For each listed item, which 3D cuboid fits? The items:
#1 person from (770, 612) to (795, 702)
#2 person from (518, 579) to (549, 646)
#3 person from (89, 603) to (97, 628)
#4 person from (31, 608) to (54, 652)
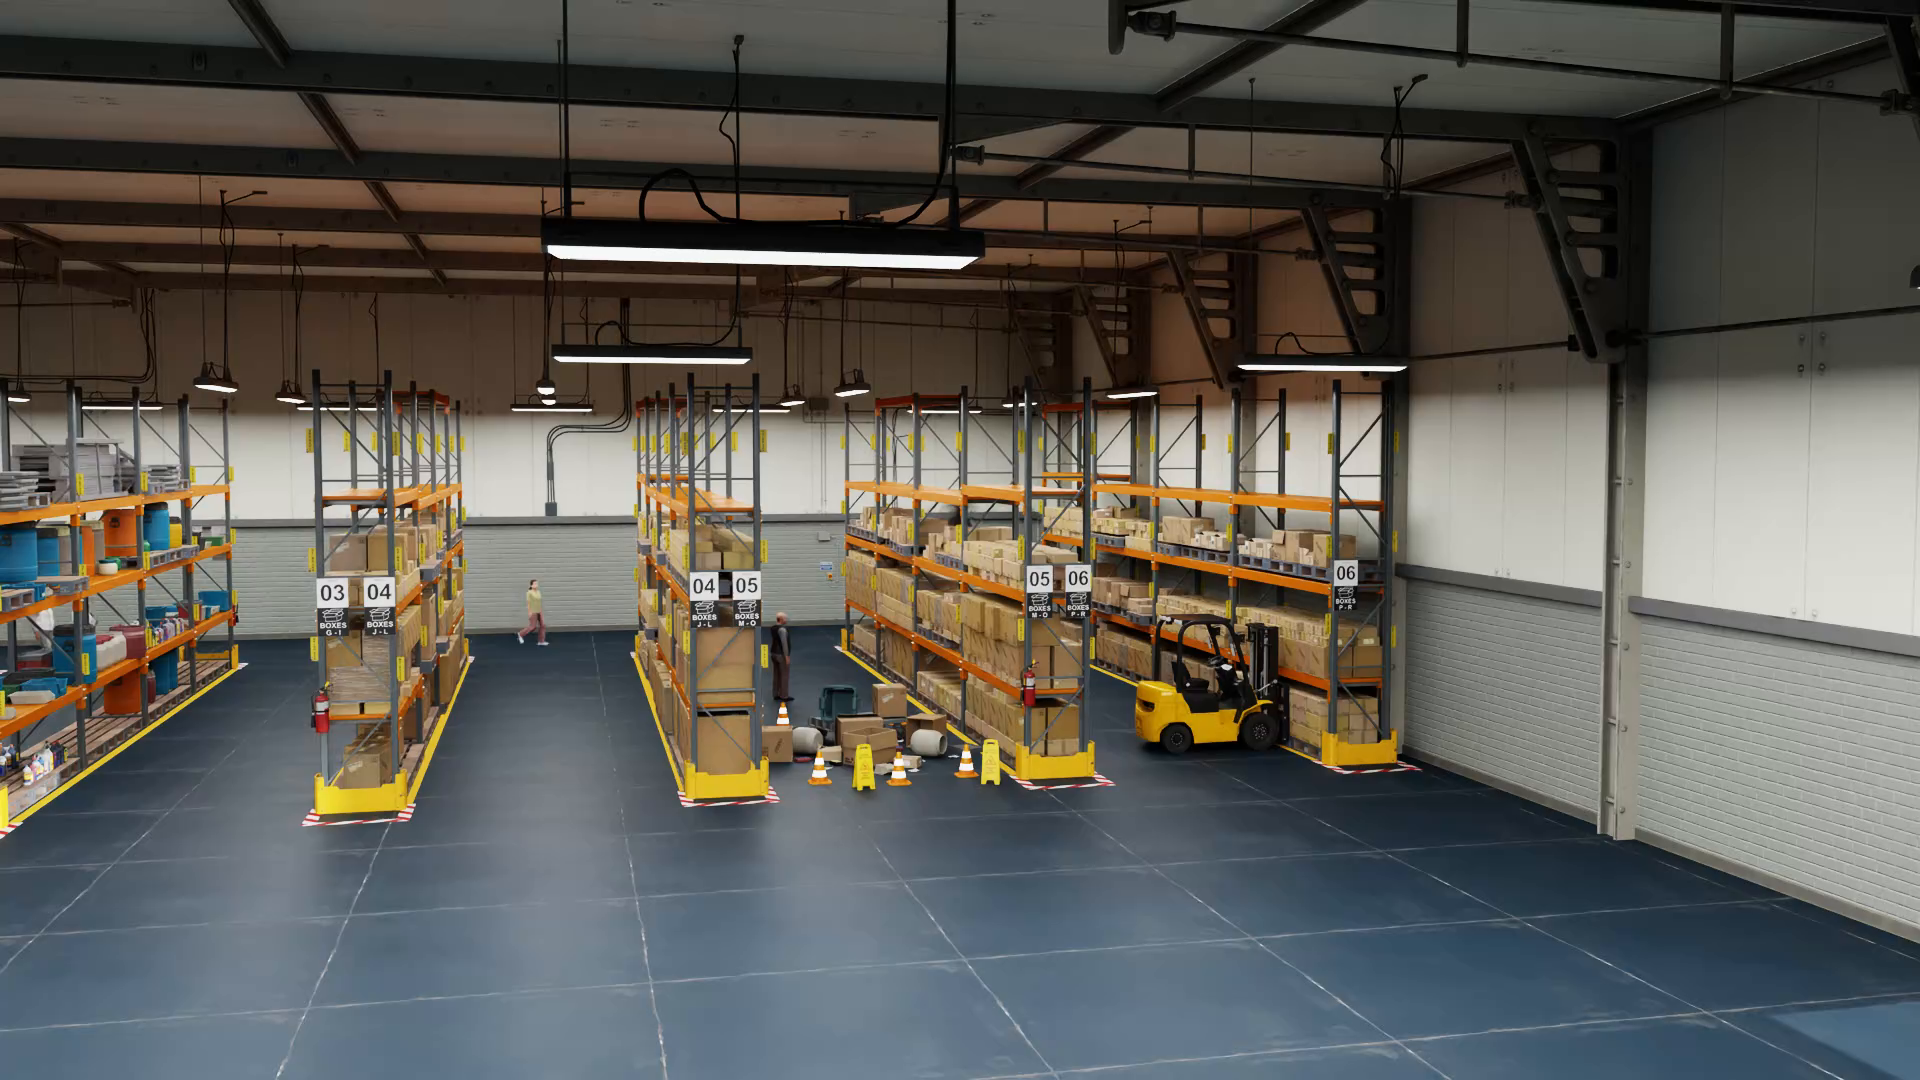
[{"bbox_3d":[-3.455,2.266,32.336,0.416,1.725,0.583,-2,4,-32],"label":"person"},{"bbox_3d":[-10.563,1.792,41.203,0.753,1.641,0.493,1,4,23],"label":"person"},{"bbox_3d":[-18.848,2.094,35.979,0.828,1.642,0.550,-2,4,-37],"label":"person"},{"bbox_3d":[-20.342,1.997,36.827,0.669,1.741,0.571,1,3,13],"label":"person"}]
